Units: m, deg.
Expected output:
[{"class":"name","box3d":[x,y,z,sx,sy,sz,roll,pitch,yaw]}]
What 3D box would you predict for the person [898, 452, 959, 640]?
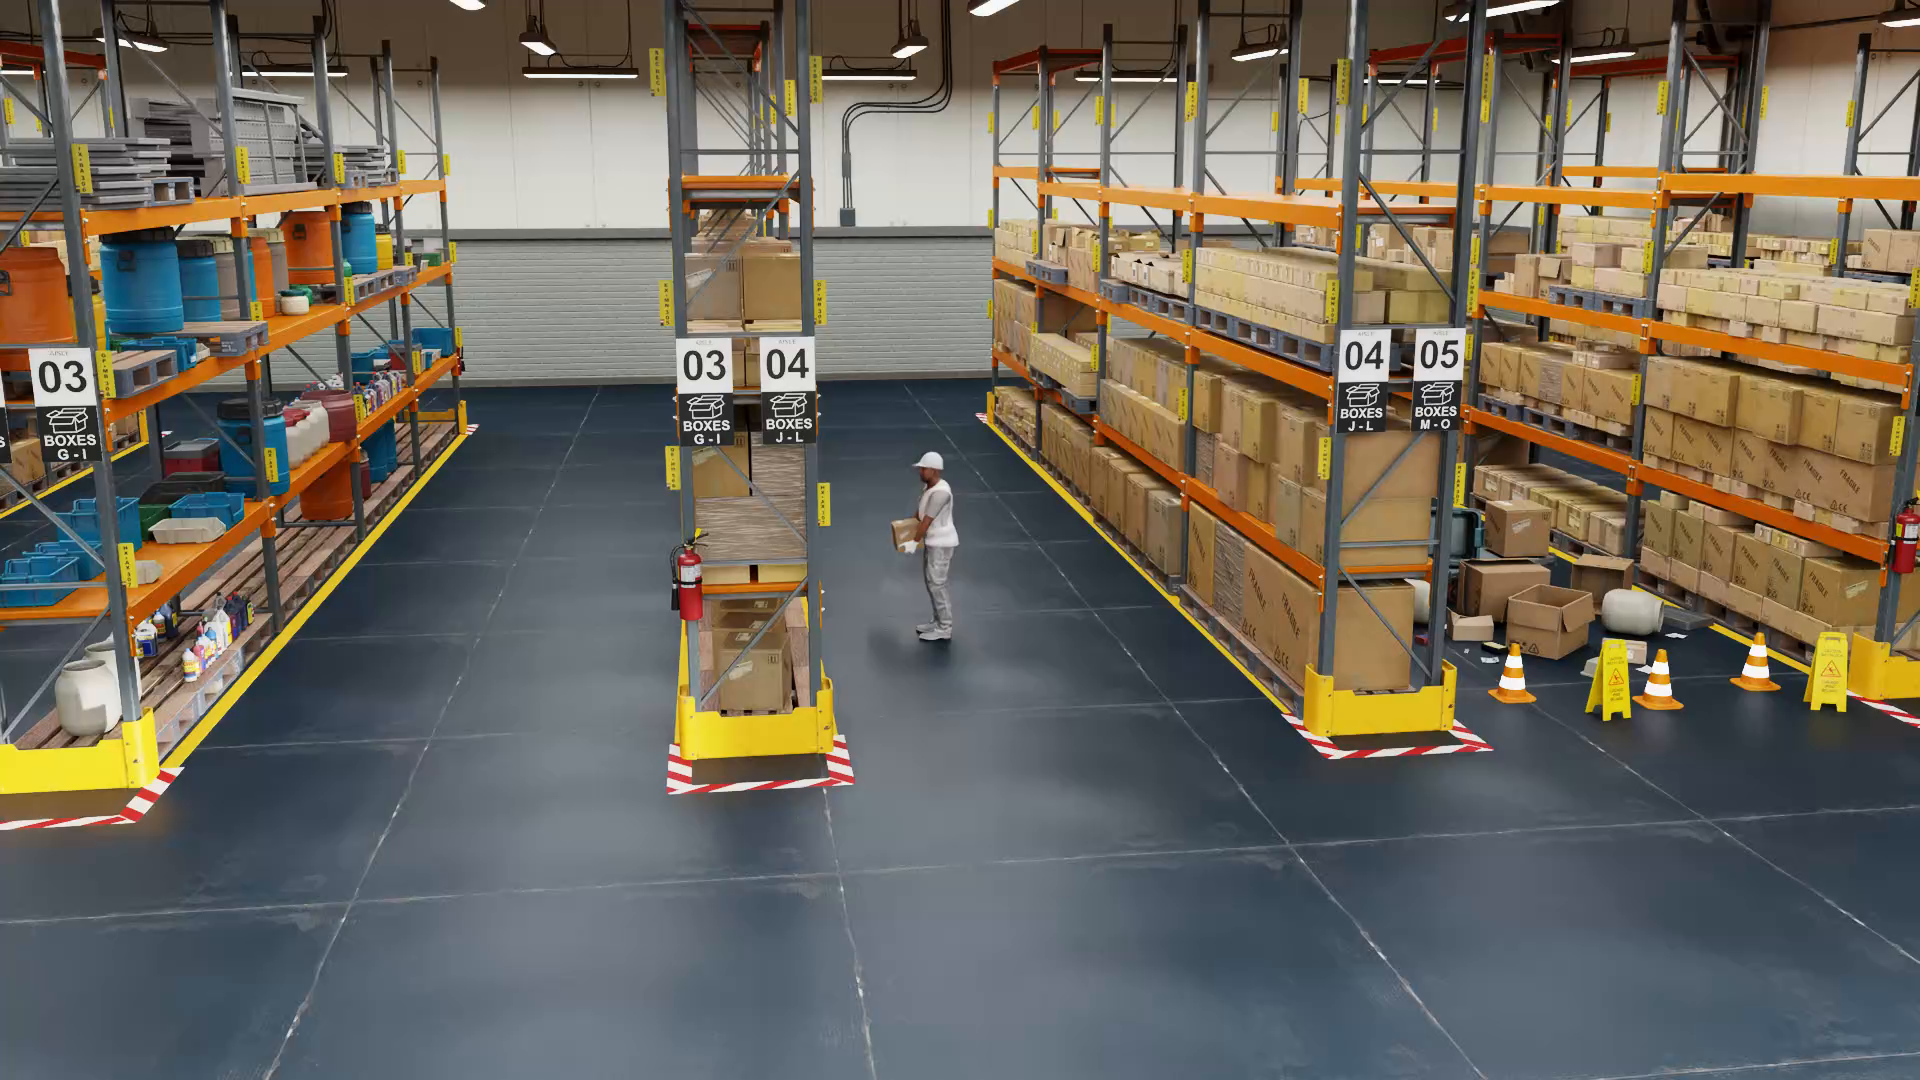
[{"class":"person","box3d":[-0.314,0.050,15.727,0.588,1.778,0.491,-2,13,-9]}]
